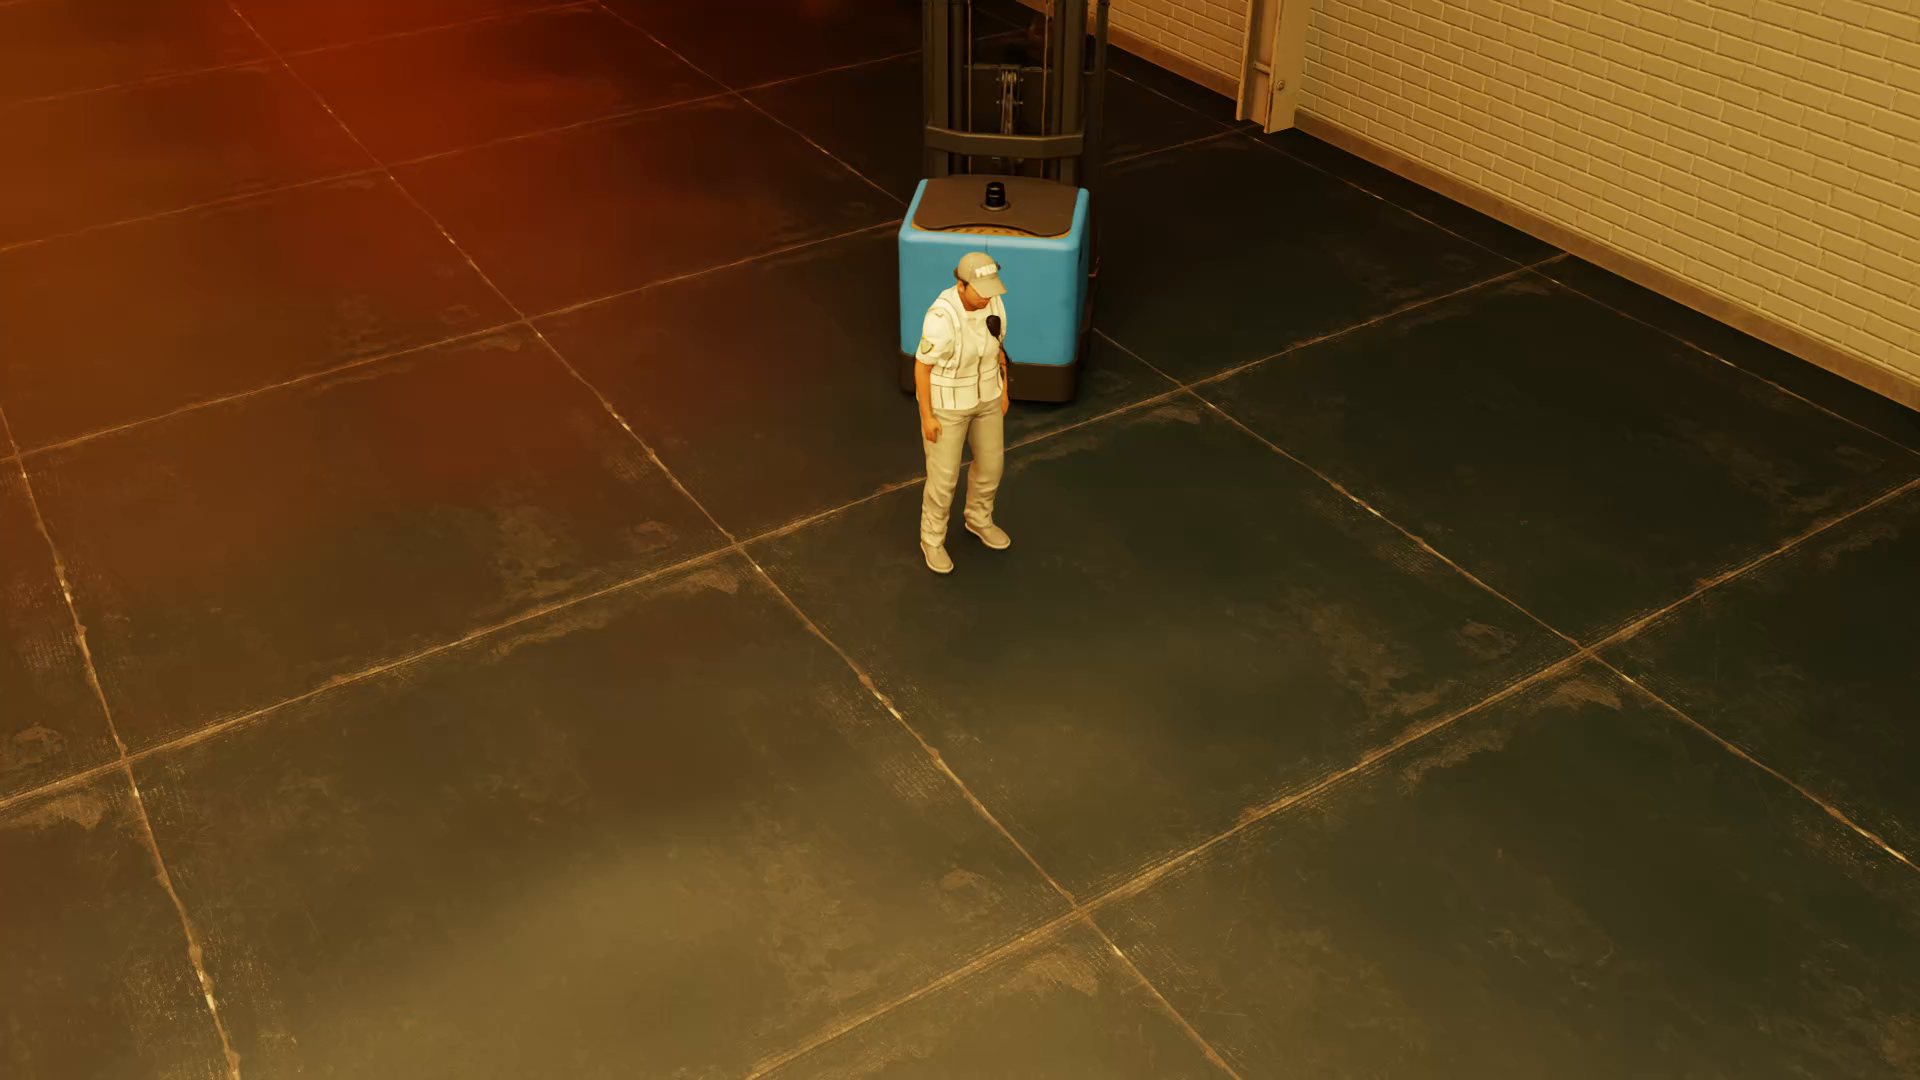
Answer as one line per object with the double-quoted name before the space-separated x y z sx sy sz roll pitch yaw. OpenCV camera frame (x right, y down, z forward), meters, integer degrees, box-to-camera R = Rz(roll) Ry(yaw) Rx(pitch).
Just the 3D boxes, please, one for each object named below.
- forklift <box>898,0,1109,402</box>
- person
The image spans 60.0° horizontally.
"forklift" 0.358 -2.840 10.190 1.130 2.935 3.031 5 35 7
"person" 0.024 -0.658 8.187 0.546 1.666 0.466 -22 41 -28
